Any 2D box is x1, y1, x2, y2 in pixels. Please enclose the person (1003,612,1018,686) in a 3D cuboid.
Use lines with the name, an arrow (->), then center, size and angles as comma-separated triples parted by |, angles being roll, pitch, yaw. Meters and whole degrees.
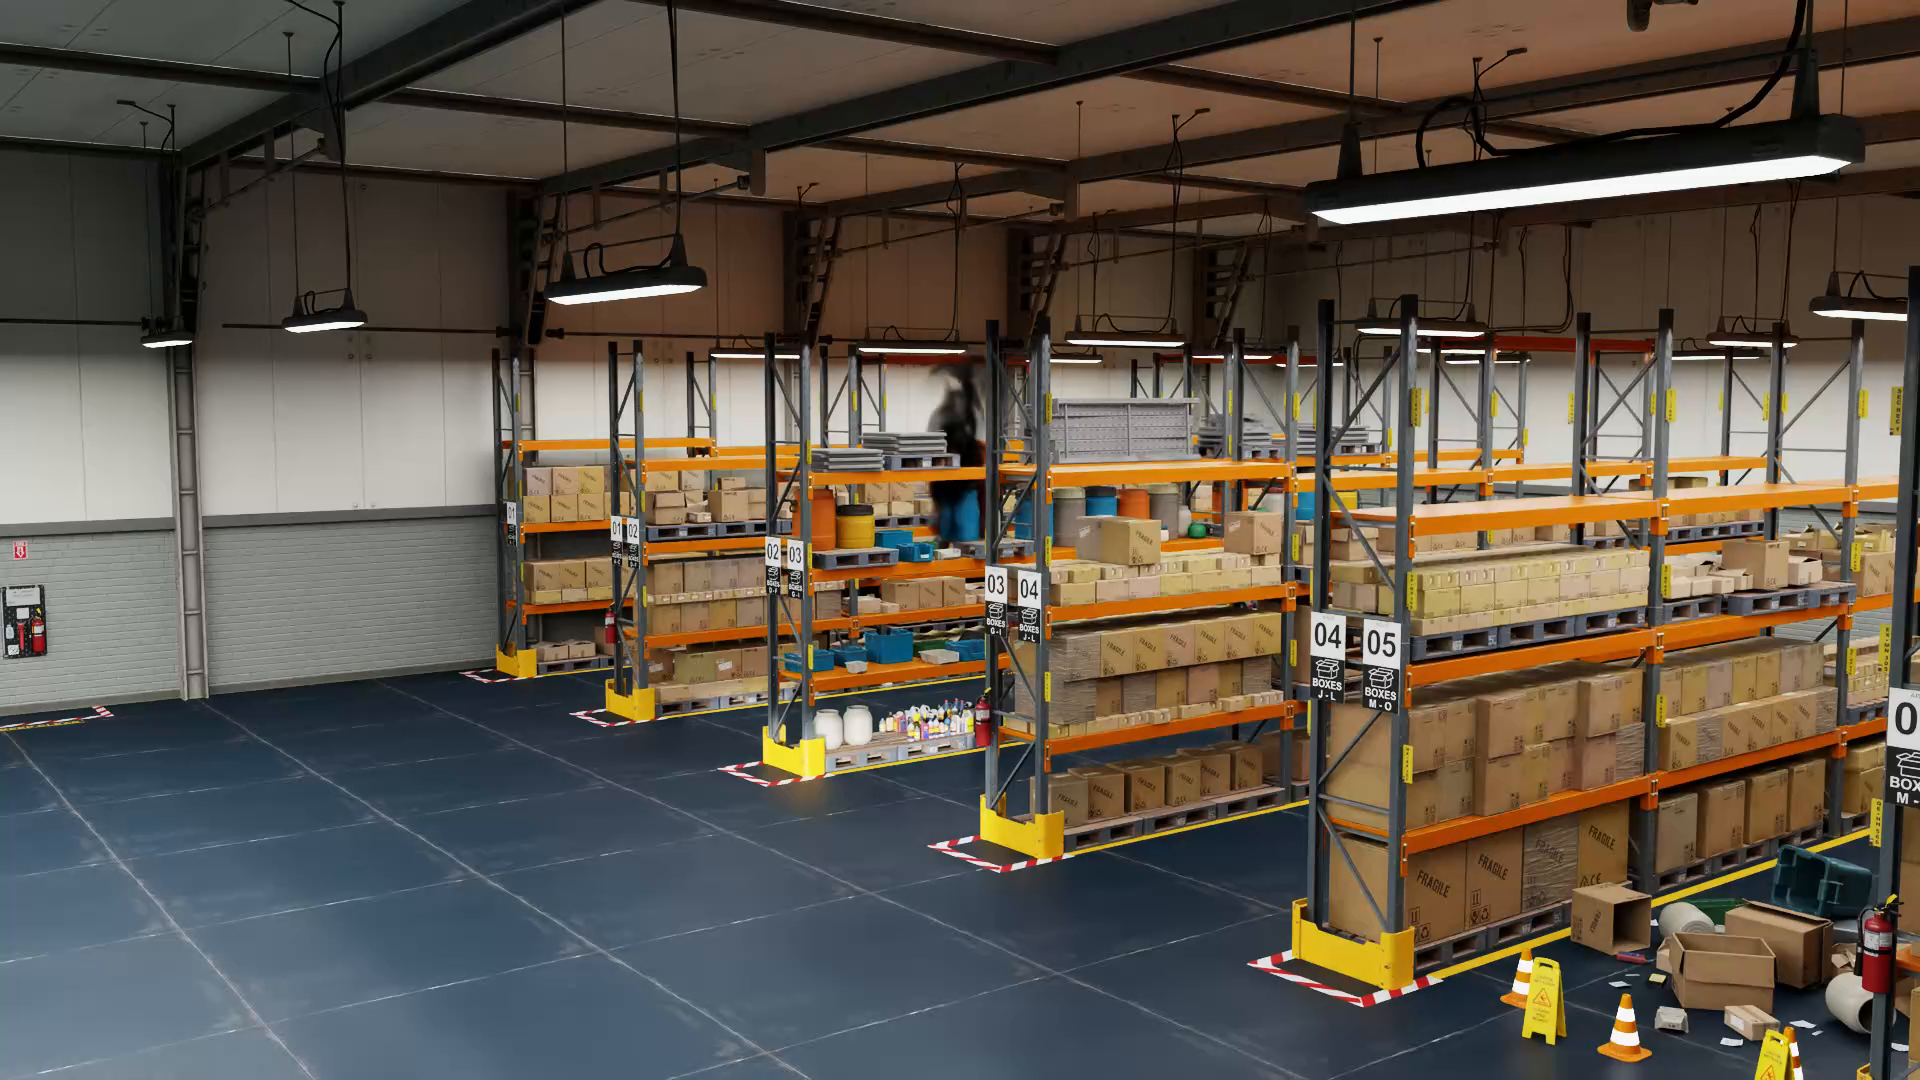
person -> 0.854, 1.715, 27.375 | 0.871, 1.590, 0.564 | -5, 7, -42
